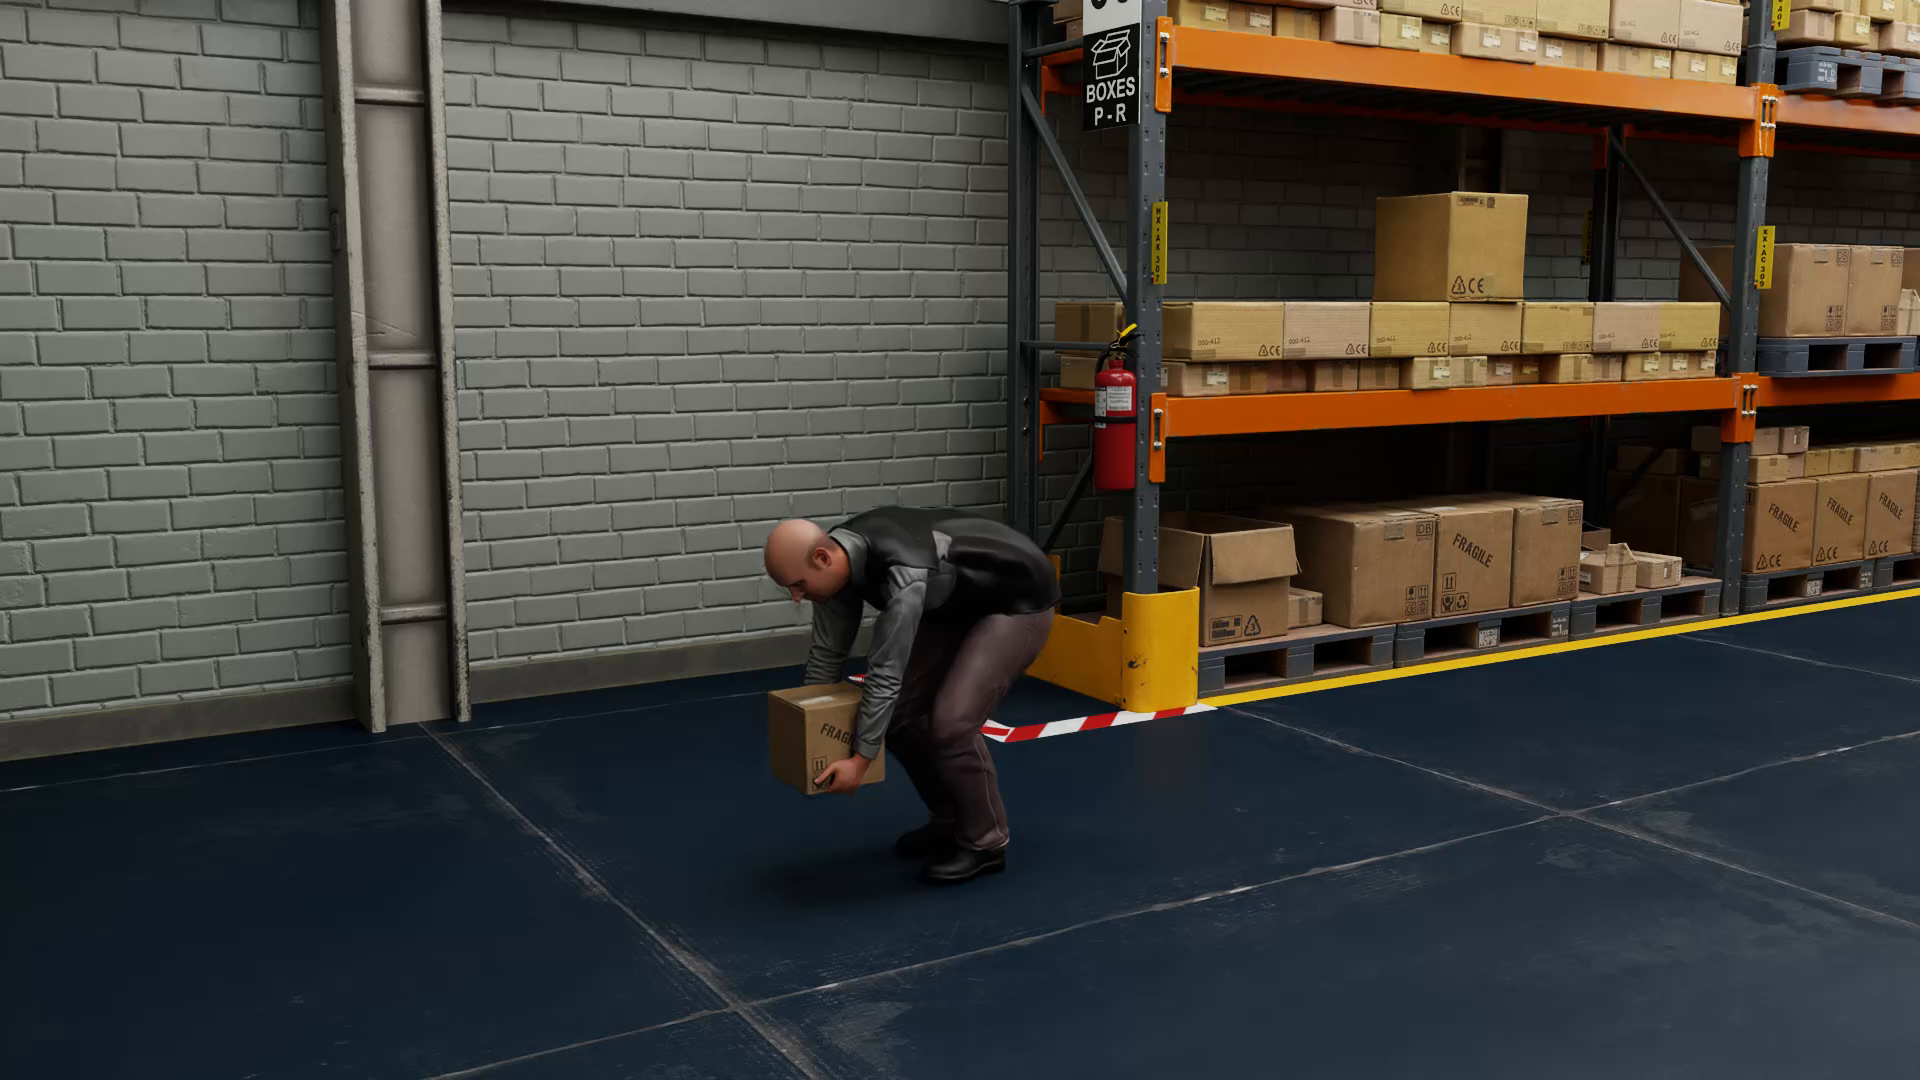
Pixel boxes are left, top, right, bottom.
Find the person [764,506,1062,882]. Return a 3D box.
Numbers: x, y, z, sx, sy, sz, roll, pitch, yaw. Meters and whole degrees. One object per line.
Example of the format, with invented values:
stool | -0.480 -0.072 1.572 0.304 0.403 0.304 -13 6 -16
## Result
person | -0.150 0.450 4.931 0.944 1.108 0.482 -5 10 -34
